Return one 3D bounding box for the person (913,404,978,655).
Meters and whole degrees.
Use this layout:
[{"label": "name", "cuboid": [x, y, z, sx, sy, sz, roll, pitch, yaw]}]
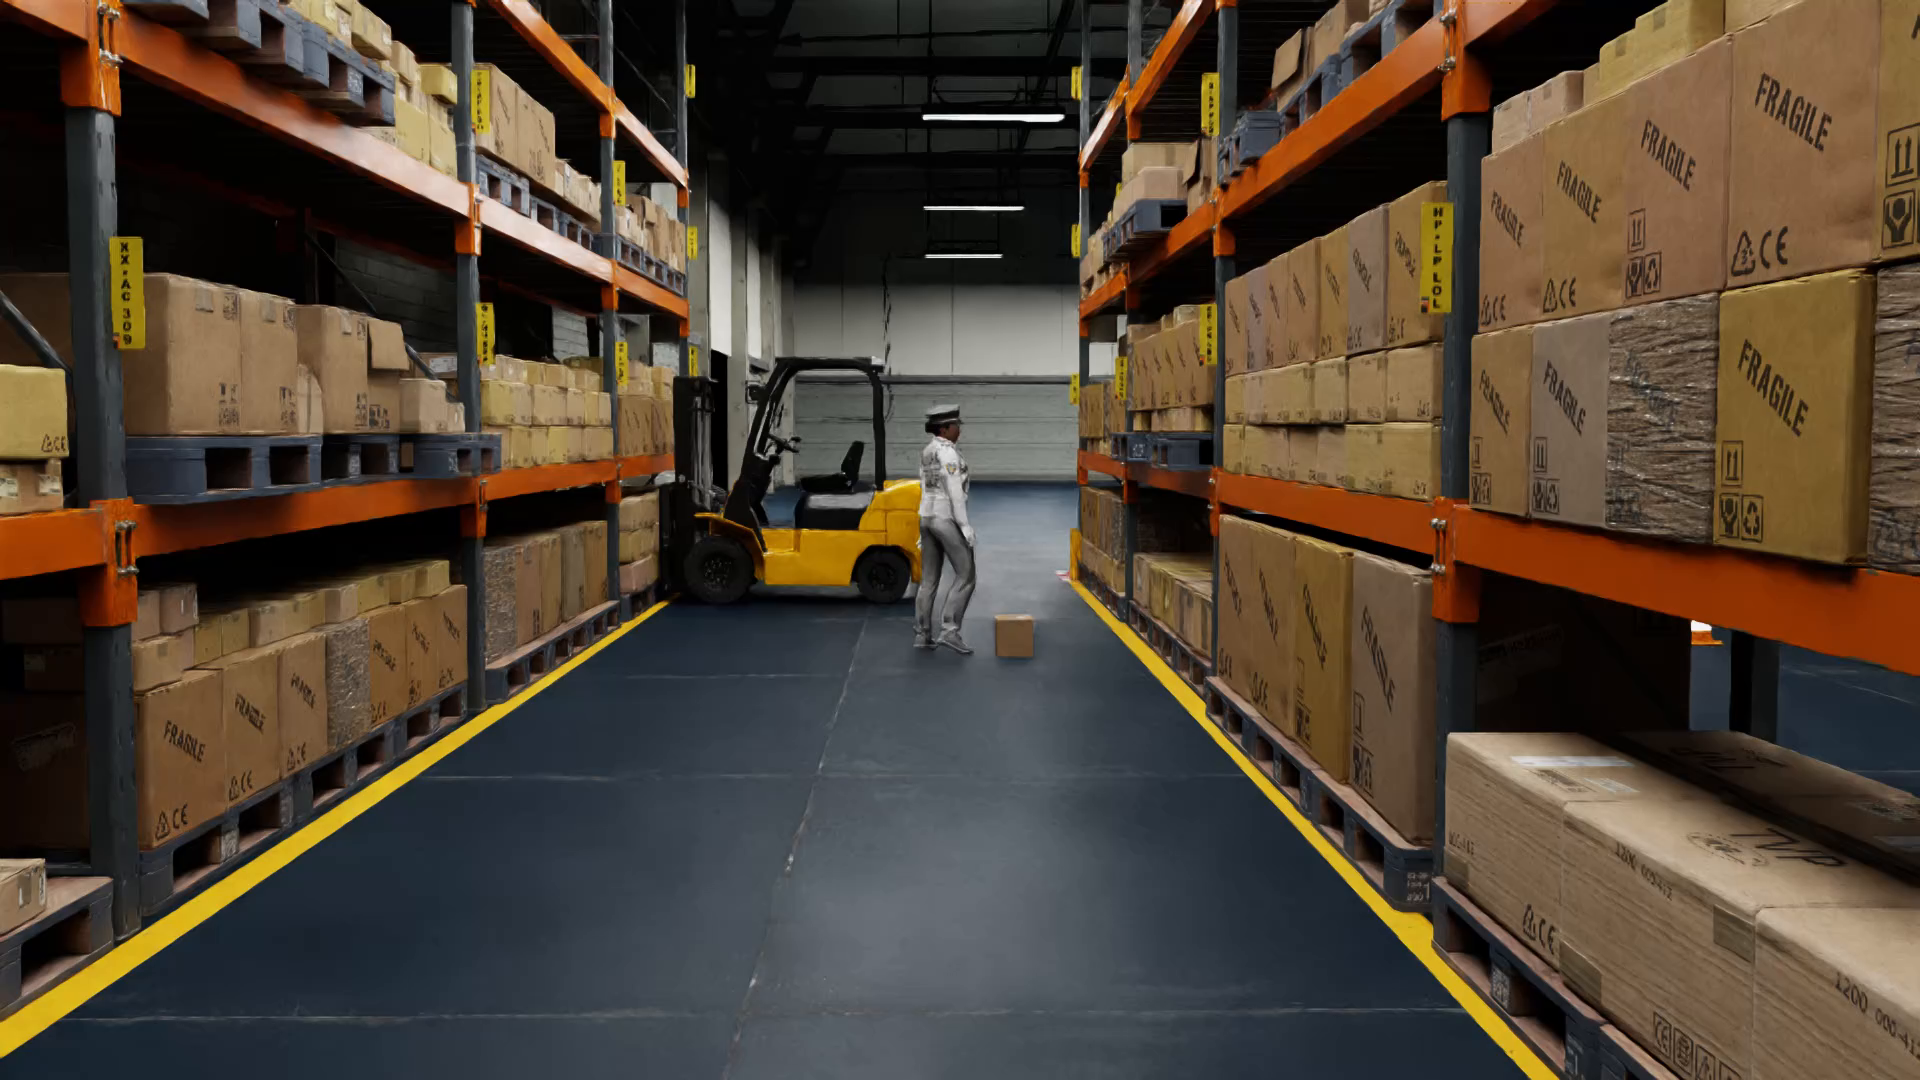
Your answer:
[{"label": "person", "cuboid": [-0.096, -0.072, 11.264, 0.375, 1.695, 0.553, -2, 4, -28]}]
